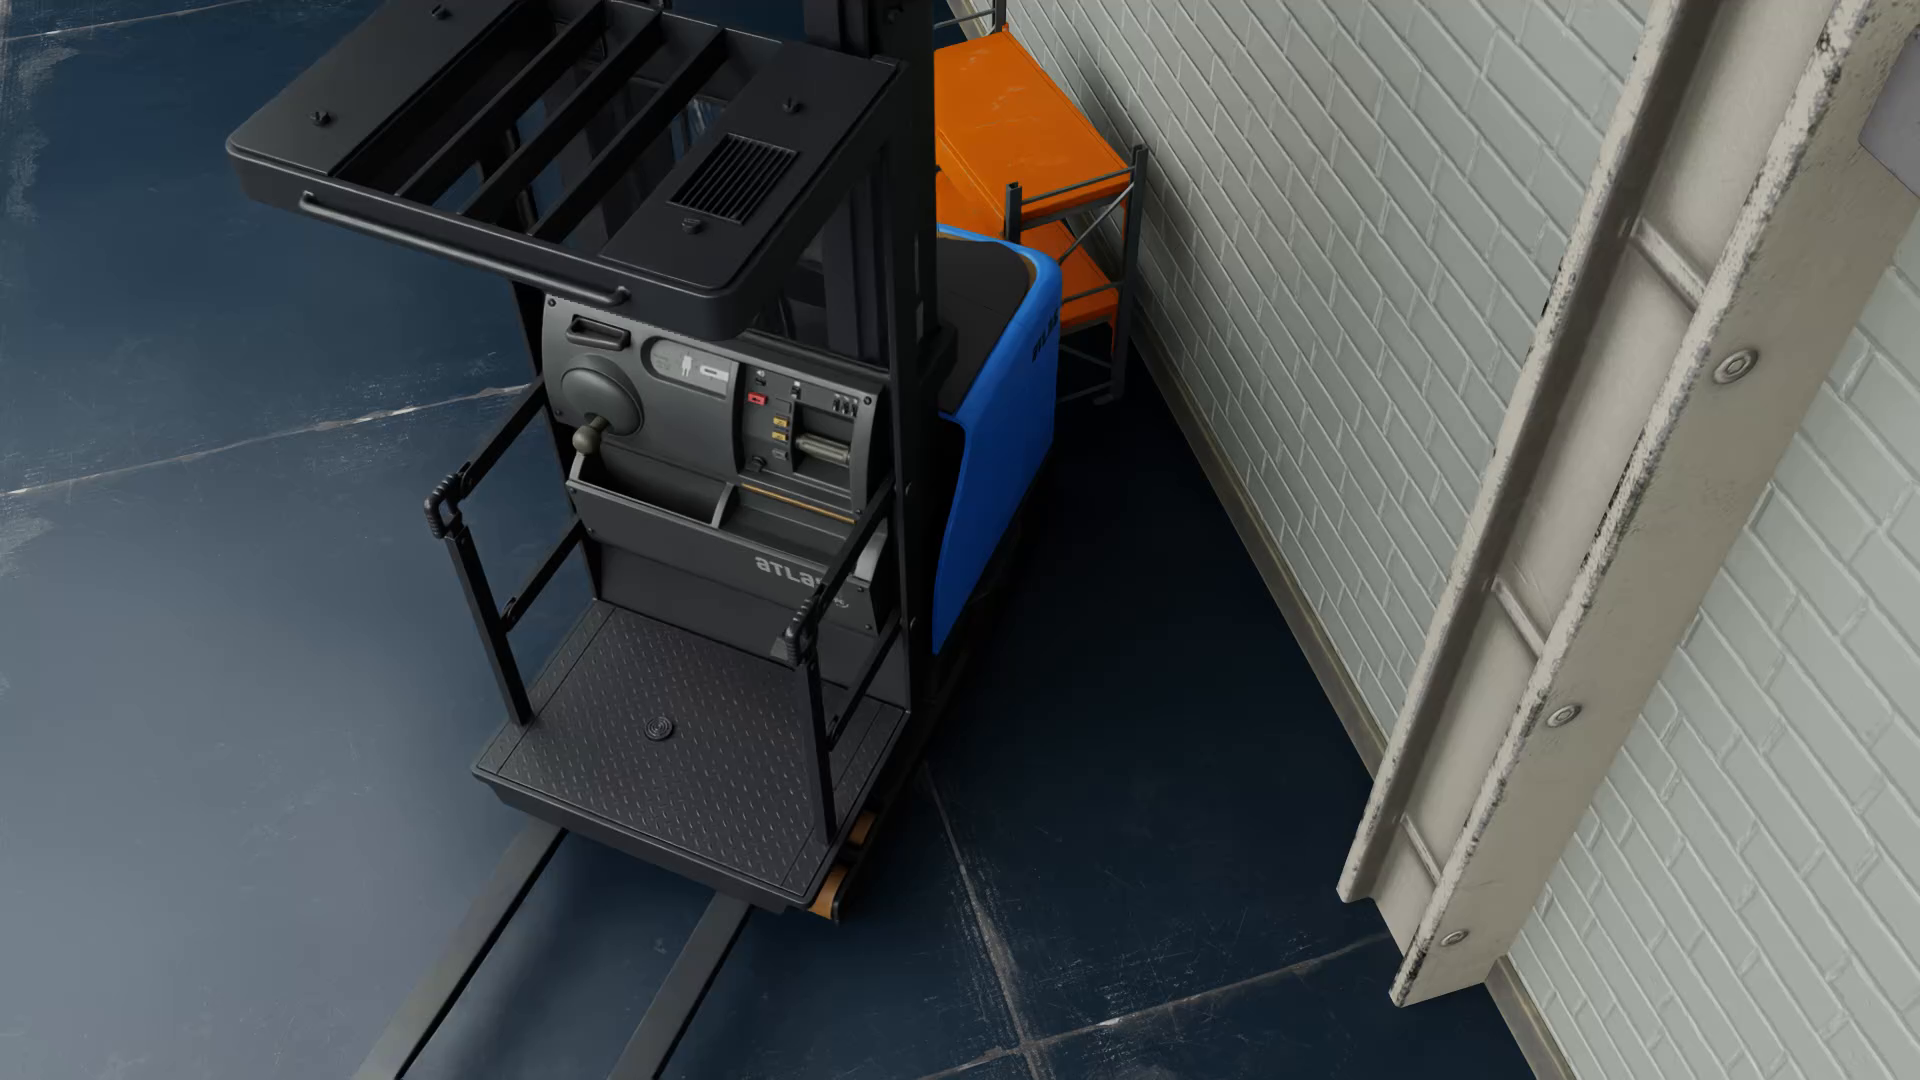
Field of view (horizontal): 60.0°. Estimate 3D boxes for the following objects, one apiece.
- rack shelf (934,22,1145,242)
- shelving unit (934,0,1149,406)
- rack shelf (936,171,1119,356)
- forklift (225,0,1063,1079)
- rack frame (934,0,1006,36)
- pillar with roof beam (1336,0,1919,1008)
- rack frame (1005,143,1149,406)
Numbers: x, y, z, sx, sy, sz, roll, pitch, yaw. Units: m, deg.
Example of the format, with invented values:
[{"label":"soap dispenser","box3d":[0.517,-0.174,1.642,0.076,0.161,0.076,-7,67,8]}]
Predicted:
[{"label":"rack shelf","box3d":[0.155,-1.364,5.781,0.538,0.278,1.000,-20,53,-16]},{"label":"shelving unit","box3d":[0.155,-1.175,6.005,0.538,1.125,1.048,-20,53,-16]},{"label":"rack shelf","box3d":[0.155,-1.017,6.192,0.538,0.278,1.000,-20,53,-16]},{"label":"forklift","box3d":[-0.717,-0.232,4.028,1.130,2.935,3.031,18,52,15]},{"label":"rack frame","box3d":[-0.065,-1.525,6.300,0.500,1.125,0.032,-20,53,-16]},{"label":"pillar with roof beam","box3d":[-2.803,-0.798,0.537,9.100,9.000,0.400,-13,51,-11]},{"label":"rack frame","box3d":[0.375,-0.825,5.709,0.500,1.125,0.032,-20,53,-16]}]
